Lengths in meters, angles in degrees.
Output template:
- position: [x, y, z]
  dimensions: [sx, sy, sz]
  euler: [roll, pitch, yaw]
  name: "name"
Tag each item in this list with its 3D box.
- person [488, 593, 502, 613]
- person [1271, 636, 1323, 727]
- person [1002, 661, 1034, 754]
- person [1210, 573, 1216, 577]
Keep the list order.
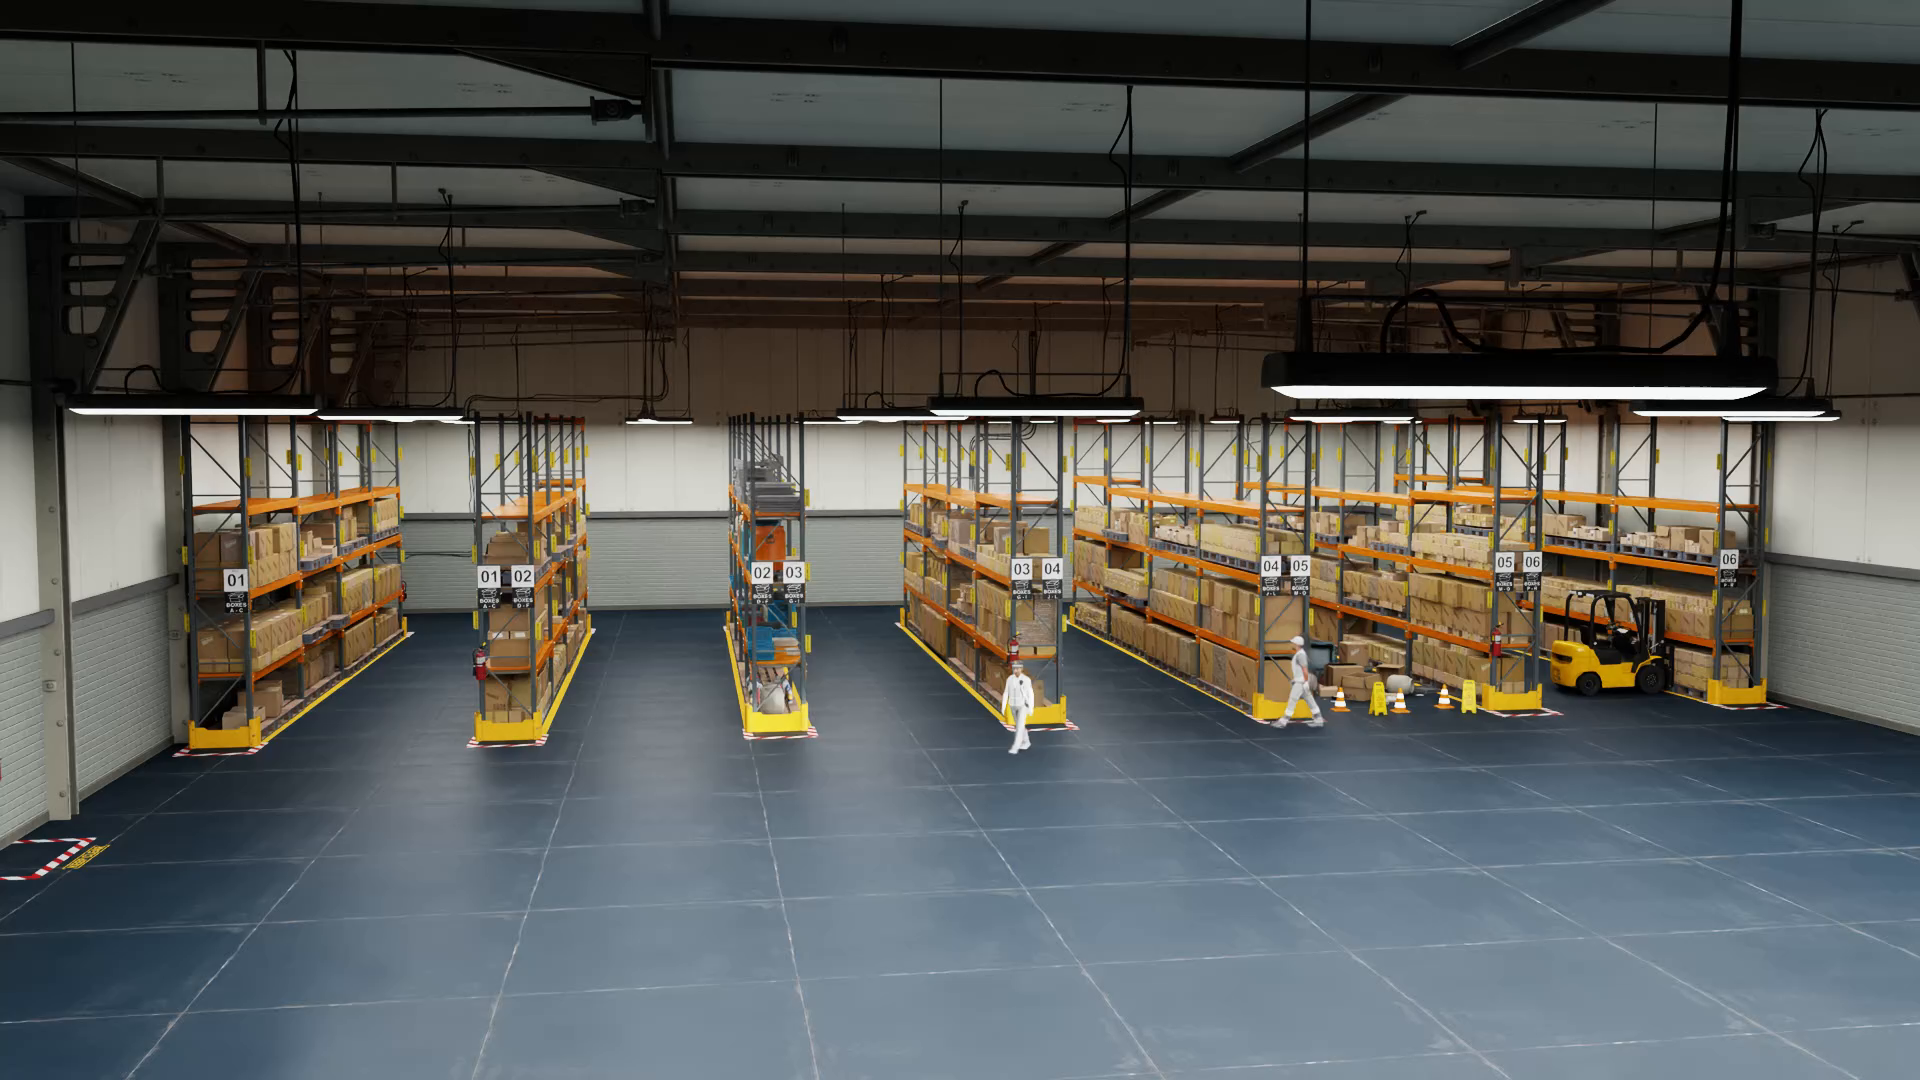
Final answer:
- position: [-12.278, 1.840, 44.219]
  dimensions: [0.604, 1.766, 0.489]
  euler: [1, 4, 16]
  name: "person"
- position: [6.399, 2.682, 31.547]
  dimensions: [0.987, 1.724, 0.606]
  euler: [1, 4, 9]
  name: "person"
- position: [0.992, 2.911, 29.078]
  dimensions: [0.514, 1.620, 1.037]
  euler: [3, 5, 36]
  name: "person"
- position: [6.835, 1.787, 44.763]
  dimensions: [0.638, 1.779, 0.521]
  euler: [-3, 5, -40]
  name: "person"
